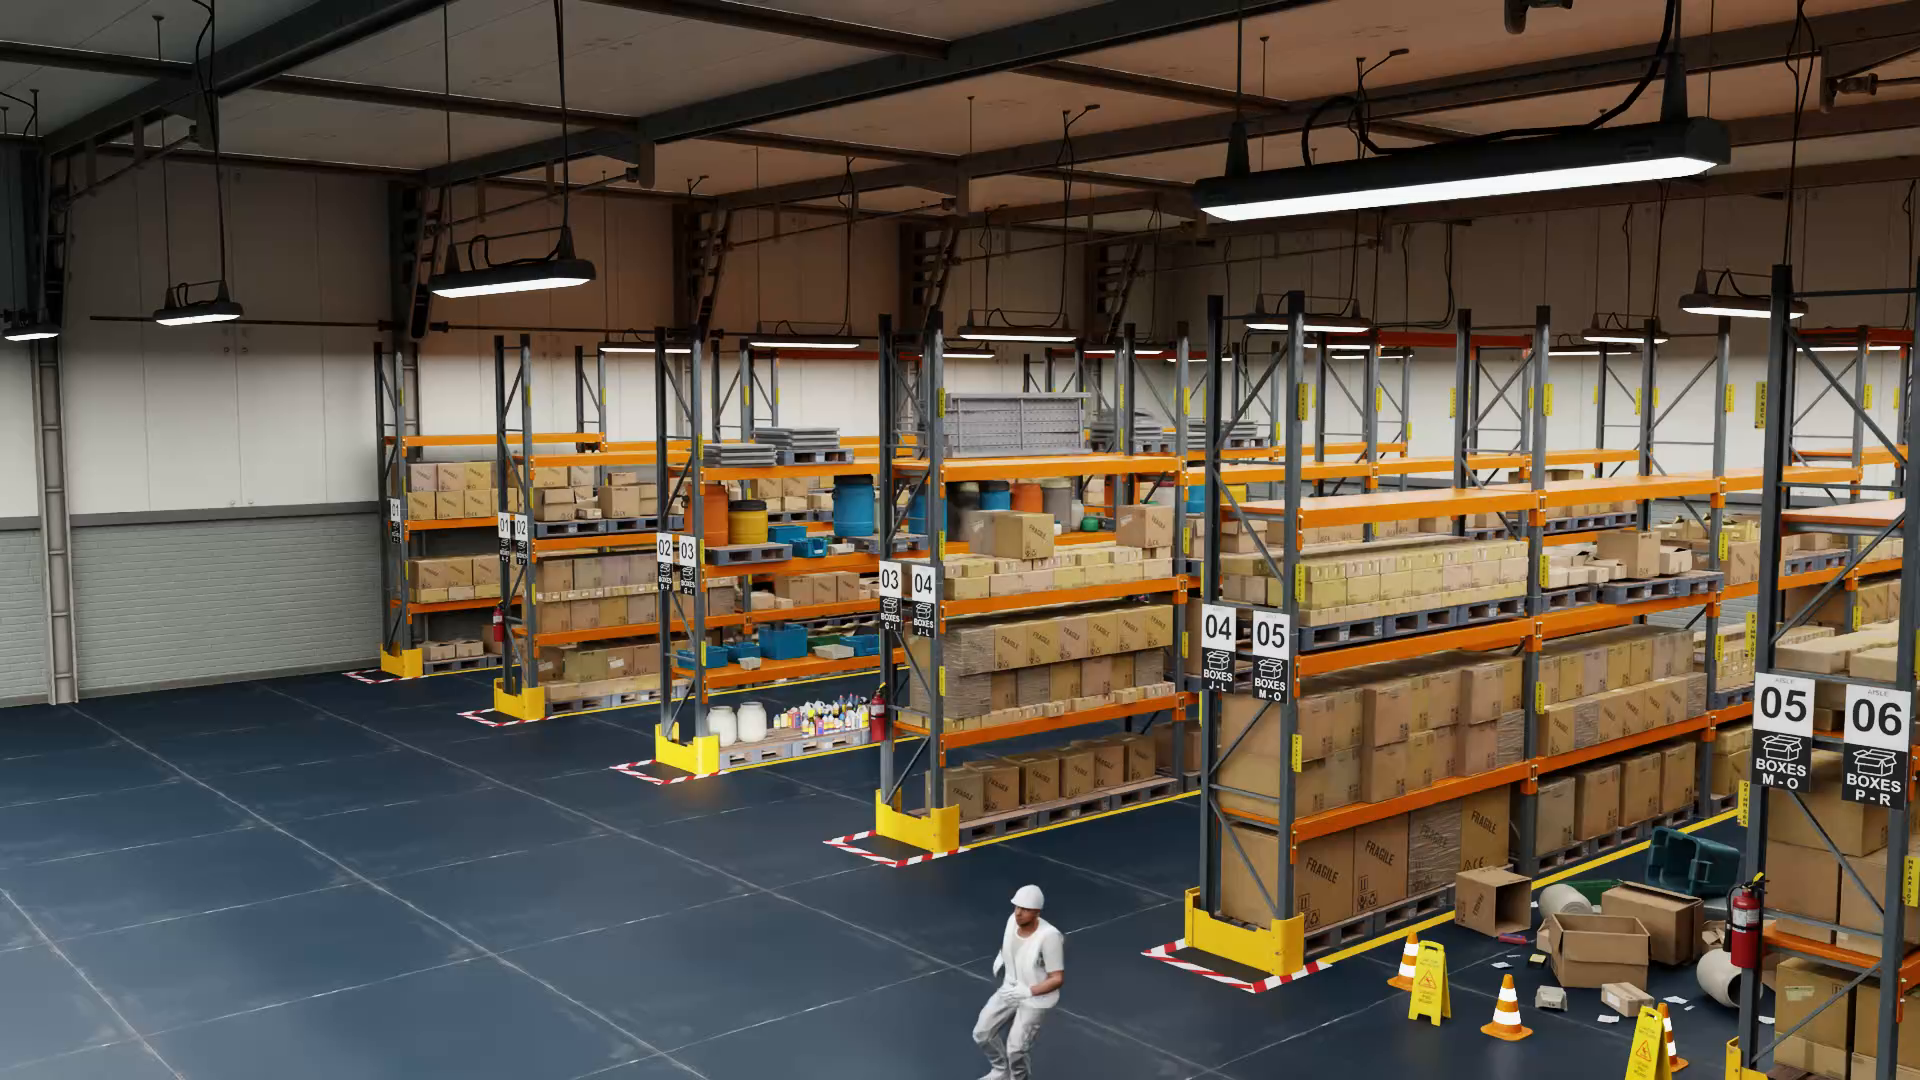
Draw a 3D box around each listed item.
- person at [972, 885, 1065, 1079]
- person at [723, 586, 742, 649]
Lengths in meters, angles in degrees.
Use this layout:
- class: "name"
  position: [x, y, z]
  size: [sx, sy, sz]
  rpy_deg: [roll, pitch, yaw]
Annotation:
- class: "person"
  position: [0.395, 3.256, 11.870]
  size: [0.878, 1.672, 0.703]
  rpy_deg: [4, 7, 40]
- class: "person"
  position: [-4.434, 1.443, 31.640]
  size: [0.839, 1.718, 0.524]
  rpy_deg: [-5, 7, -42]
